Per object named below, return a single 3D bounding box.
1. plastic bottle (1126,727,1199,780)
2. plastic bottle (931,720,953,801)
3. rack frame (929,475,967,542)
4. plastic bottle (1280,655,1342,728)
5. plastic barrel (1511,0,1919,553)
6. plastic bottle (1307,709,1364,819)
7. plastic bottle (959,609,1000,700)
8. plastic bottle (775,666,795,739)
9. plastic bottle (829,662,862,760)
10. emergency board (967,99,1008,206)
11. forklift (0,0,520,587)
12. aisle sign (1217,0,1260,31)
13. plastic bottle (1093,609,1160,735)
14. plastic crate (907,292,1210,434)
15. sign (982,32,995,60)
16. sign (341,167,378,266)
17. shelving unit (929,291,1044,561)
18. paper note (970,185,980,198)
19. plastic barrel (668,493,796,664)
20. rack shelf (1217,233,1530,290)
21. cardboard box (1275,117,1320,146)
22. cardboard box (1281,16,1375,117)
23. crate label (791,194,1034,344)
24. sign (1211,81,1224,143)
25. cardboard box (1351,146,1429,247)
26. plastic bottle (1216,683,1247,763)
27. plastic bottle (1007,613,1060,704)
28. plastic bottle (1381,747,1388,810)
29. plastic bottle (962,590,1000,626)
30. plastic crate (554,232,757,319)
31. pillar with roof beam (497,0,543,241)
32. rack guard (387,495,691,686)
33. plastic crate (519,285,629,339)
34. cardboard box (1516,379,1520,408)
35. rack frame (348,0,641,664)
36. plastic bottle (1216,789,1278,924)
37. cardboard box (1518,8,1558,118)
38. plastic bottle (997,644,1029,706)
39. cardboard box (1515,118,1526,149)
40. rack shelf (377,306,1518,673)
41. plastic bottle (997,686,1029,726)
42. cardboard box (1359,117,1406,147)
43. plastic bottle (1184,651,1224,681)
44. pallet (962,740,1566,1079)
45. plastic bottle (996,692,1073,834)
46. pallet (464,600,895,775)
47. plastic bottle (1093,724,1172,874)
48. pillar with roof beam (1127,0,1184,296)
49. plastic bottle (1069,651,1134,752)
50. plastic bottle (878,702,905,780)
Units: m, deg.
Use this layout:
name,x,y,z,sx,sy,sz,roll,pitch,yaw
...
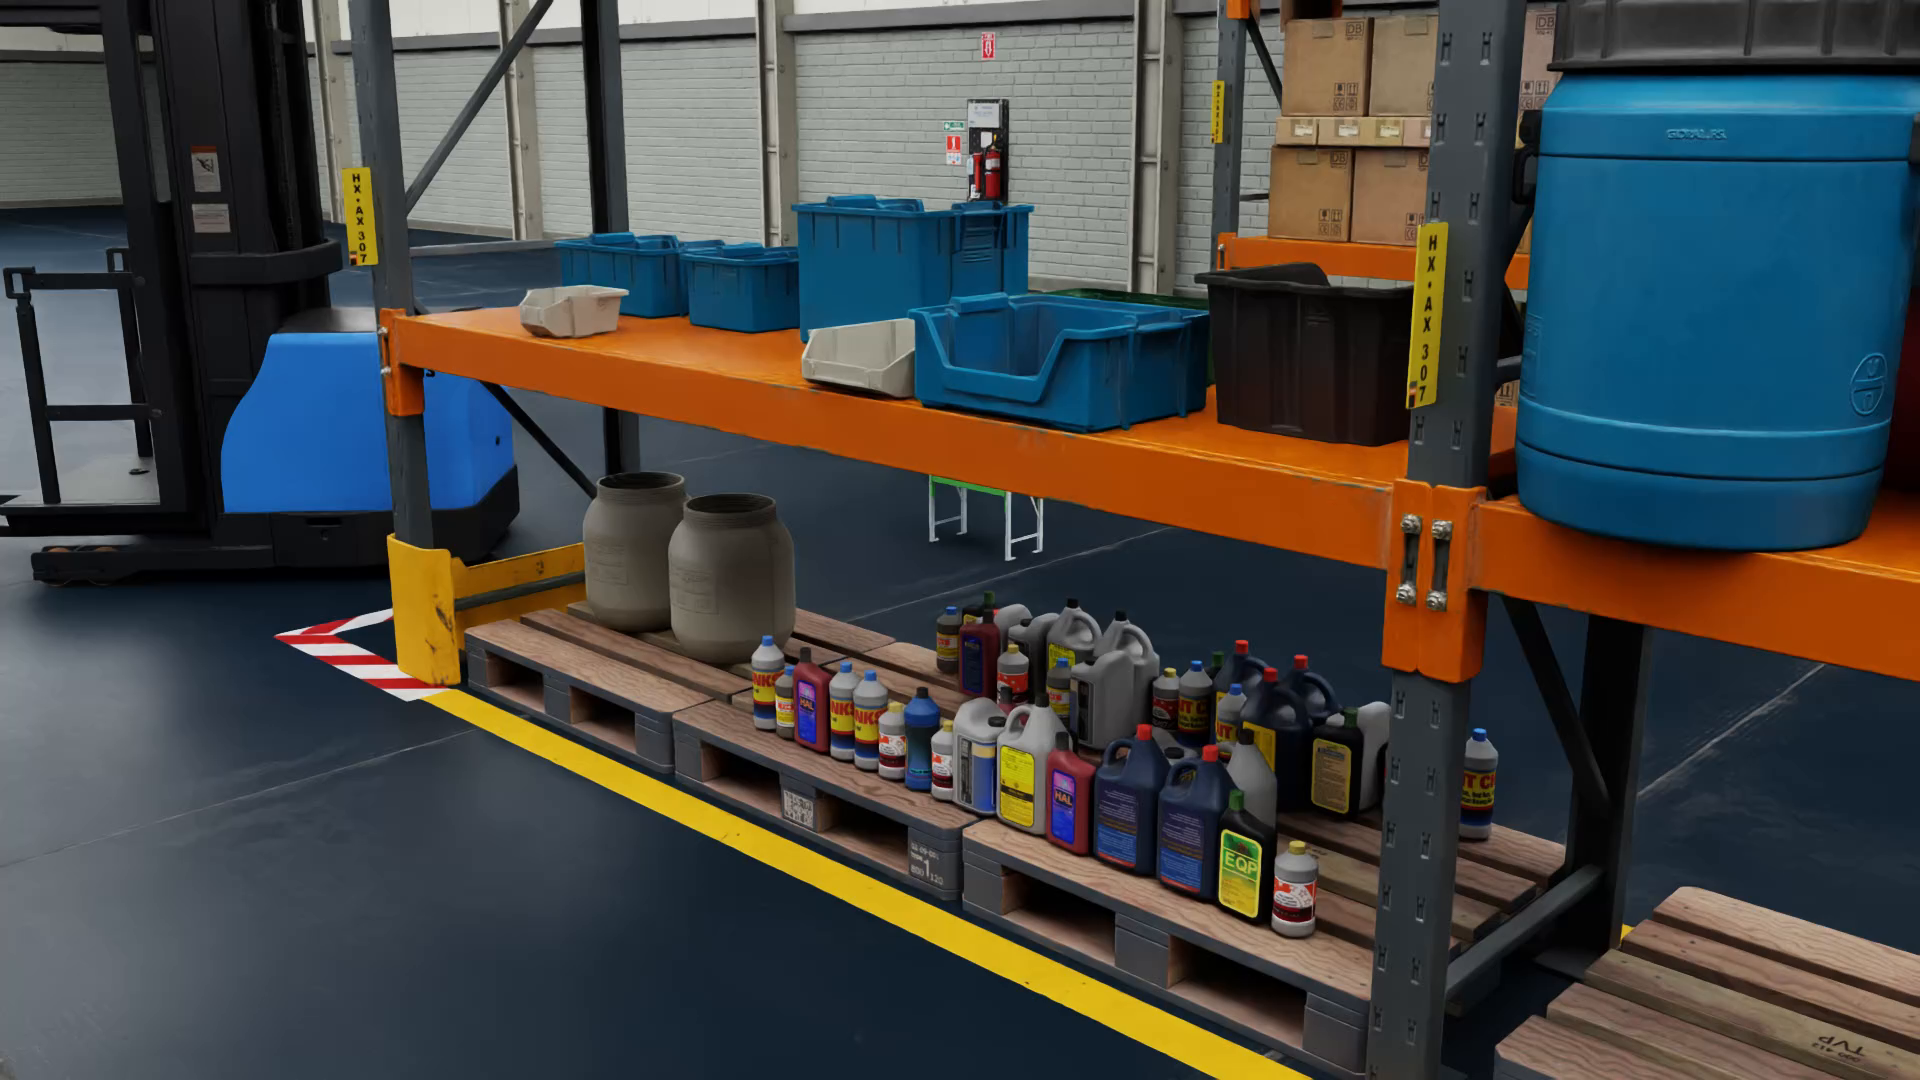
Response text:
name,x,y,z,sx,sy,sz,roll,pitch,yaw
plastic bottle,0.508,0.615,4.151,0.135,0.276,0.152,14,20,42
plastic bottle,-0.028,0.581,4.429,0.097,0.201,0.097,0,15,0
rack frame,-0.056,-0.594,7.833,0.015,1.200,0.240,14,20,42
plastic bottle,0.932,0.488,4.492,0.144,0.351,0.185,-14,20,-43
plastic barrel,1.292,-0.485,2.848,0.708,0.901,0.600,14,20,42
plastic bottle,0.974,0.569,4.312,0.133,0.283,0.061,14,20,42
plastic bottle,0.060,0.347,5.165,0.133,0.283,0.061,14,20,42
plastic bottle,-0.491,0.469,4.862,0.097,0.201,0.097,0,15,0
plastic bottle,-0.319,0.477,4.692,0.097,0.271,0.097,0,15,0
emergency board,0.254,-4.387,18.819,0.643,1.169,0.194,14,20,42
forklift,-3.648,-1.356,7.322,3.031,2.935,1.130,-1,15,-4
aisle sign,1.526,-3.177,9.020,0.004,0.787,0.394,14,20,42
plastic bottle,0.490,0.380,4.904,0.185,0.351,0.144,13,20,42
plastic crate,0.239,-0.437,3.955,0.616,0.251,0.499,14,20,42
sign,0.318,-5.528,18.602,0.199,0.298,0.001,14,20,42
sign,-2.040,-1.099,5.654,0.005,0.325,0.100,14,20,42
shelving unit,0.119,-0.552,7.670,0.503,1.200,0.258,14,20,42
paper note,0.175,-4.004,19.097,0.142,0.148,0.016,14,20,42
plastic barrel,-0.767,0.125,5.604,0.421,0.512,0.421,0,15,0
rack shelf,3.226,-1.265,8.264,4.000,0.370,1.077,14,20,42
cardboard box,1.919,-2.218,9.009,0.250,0.149,0.380,13,20,42
cardboard box,2.151,-2.546,8.983,0.500,0.500,0.700,14,20,42
crate label,-0.142,-0.809,5.017,0.616,0.435,0.502,14,20,42
sign,1.396,-2.321,9.015,0.005,0.325,0.100,14,20,42
cardboard box,2.494,-1.836,8.832,0.700,0.500,0.500,-14,20,-43
plastic bottle,0.743,0.523,4.515,0.097,0.271,0.097,0,15,0
plastic bottle,0.234,0.356,5.147,0.135,0.276,0.152,13,19,41
plastic bottle,1.153,0.606,4.336,0.097,0.201,0.097,0,15,0
plastic bottle,0.068,0.296,5.362,0.061,0.283,0.133,-14,20,-43
plastic crate,-1.087,-0.959,5.960,0.616,0.251,0.499,14,20,42
pillar with roof beam,-9.620,-8.169,21.437,0.400,9.000,9.100,14,20,42
rack guard,-1.568,0.150,6.366,0.348,0.500,1.175,14,20,42
plastic crate,-1.234,-0.722,5.277,0.250,0.136,0.298,14,20,42
cardboard box,3.096,-0.801,8.192,0.500,0.500,0.500,14,20,42
rack frame,-1.655,-1.065,6.069,0.127,3.000,1.000,14,20,42
plastic bottle,0.649,0.713,3.763,0.061,0.283,0.133,-13,20,-41
cardboard box,2.897,-2.367,8.295,0.500,0.500,0.700,14,20,42
plastic bottle,0.161,0.418,5.057,0.097,0.201,0.097,0,15,0
cardboard box,2.847,-1.993,8.145,0.250,0.149,0.380,13,20,41
rack shelf,-0.215,-0.366,4.816,4.000,0.370,1.077,14,20,42
plastic bottle,0.150,0.538,4.433,0.133,0.283,0.061,14,20,42
cardboard box,2.289,-2.128,8.665,0.250,0.149,0.380,14,20,42
plastic bottle,0.706,0.451,4.767,0.061,0.283,0.133,-13,20,-42
pallet,0.770,0.860,4.214,1.213,0.211,1.003,14,20,42
plastic bottle,0.190,0.554,4.238,0.185,0.351,0.144,14,20,42
pallet,-0.986,0.433,5.853,1.213,0.211,1.003,14,20,42
plastic bottle,0.423,0.610,4.021,0.185,0.351,0.144,12,19,39
pillar with roof beam,-0.981,-6.069,13.377,0.400,9.000,9.100,14,20,42
plastic bottle,0.405,0.448,4.794,0.135,0.276,0.152,14,20,42
plastic bottle,-0.176,0.545,4.567,0.097,0.201,0.097,0,15,0
